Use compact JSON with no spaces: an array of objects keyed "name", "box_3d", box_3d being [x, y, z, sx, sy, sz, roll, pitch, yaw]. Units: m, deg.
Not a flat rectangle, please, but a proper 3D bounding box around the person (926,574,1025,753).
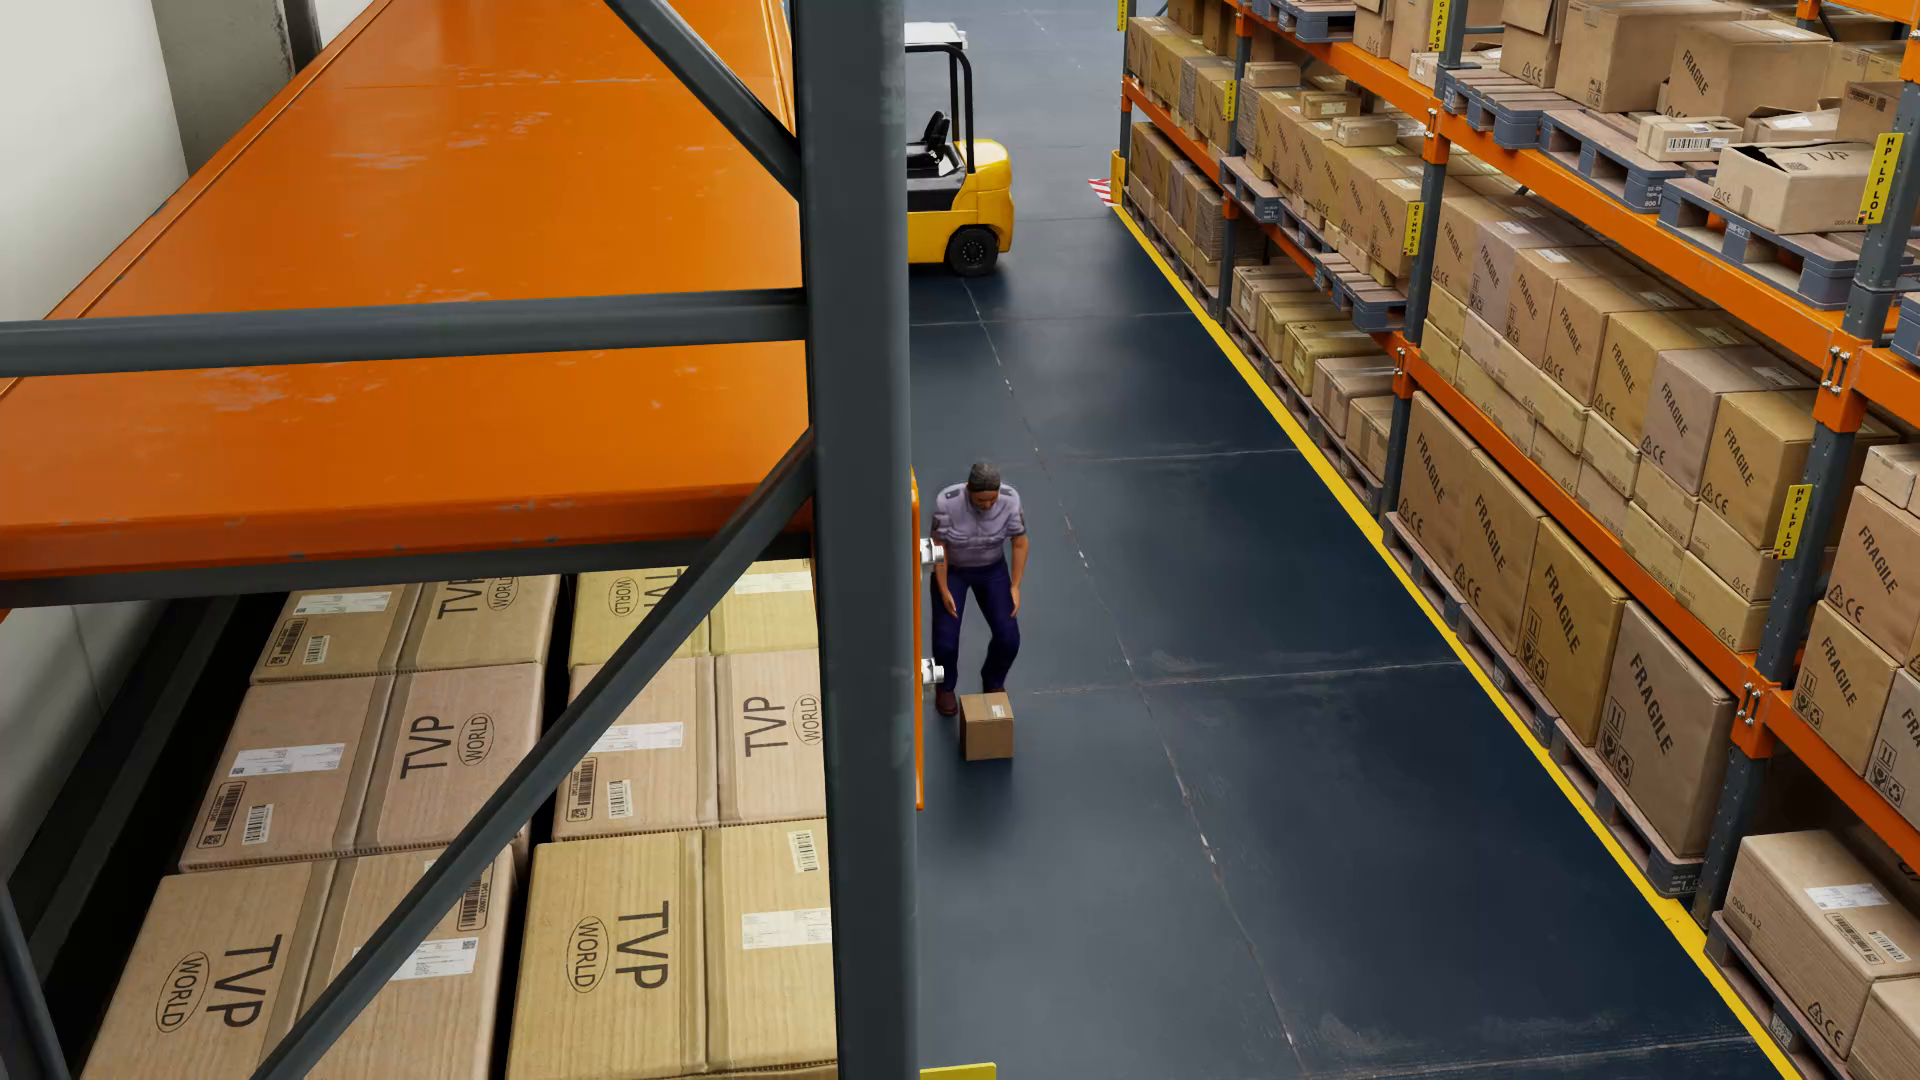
[{"name":"person","box_3d":[0.089,0.633,8.897,0.512,0.746,0.901,-4,28,-9]}]
